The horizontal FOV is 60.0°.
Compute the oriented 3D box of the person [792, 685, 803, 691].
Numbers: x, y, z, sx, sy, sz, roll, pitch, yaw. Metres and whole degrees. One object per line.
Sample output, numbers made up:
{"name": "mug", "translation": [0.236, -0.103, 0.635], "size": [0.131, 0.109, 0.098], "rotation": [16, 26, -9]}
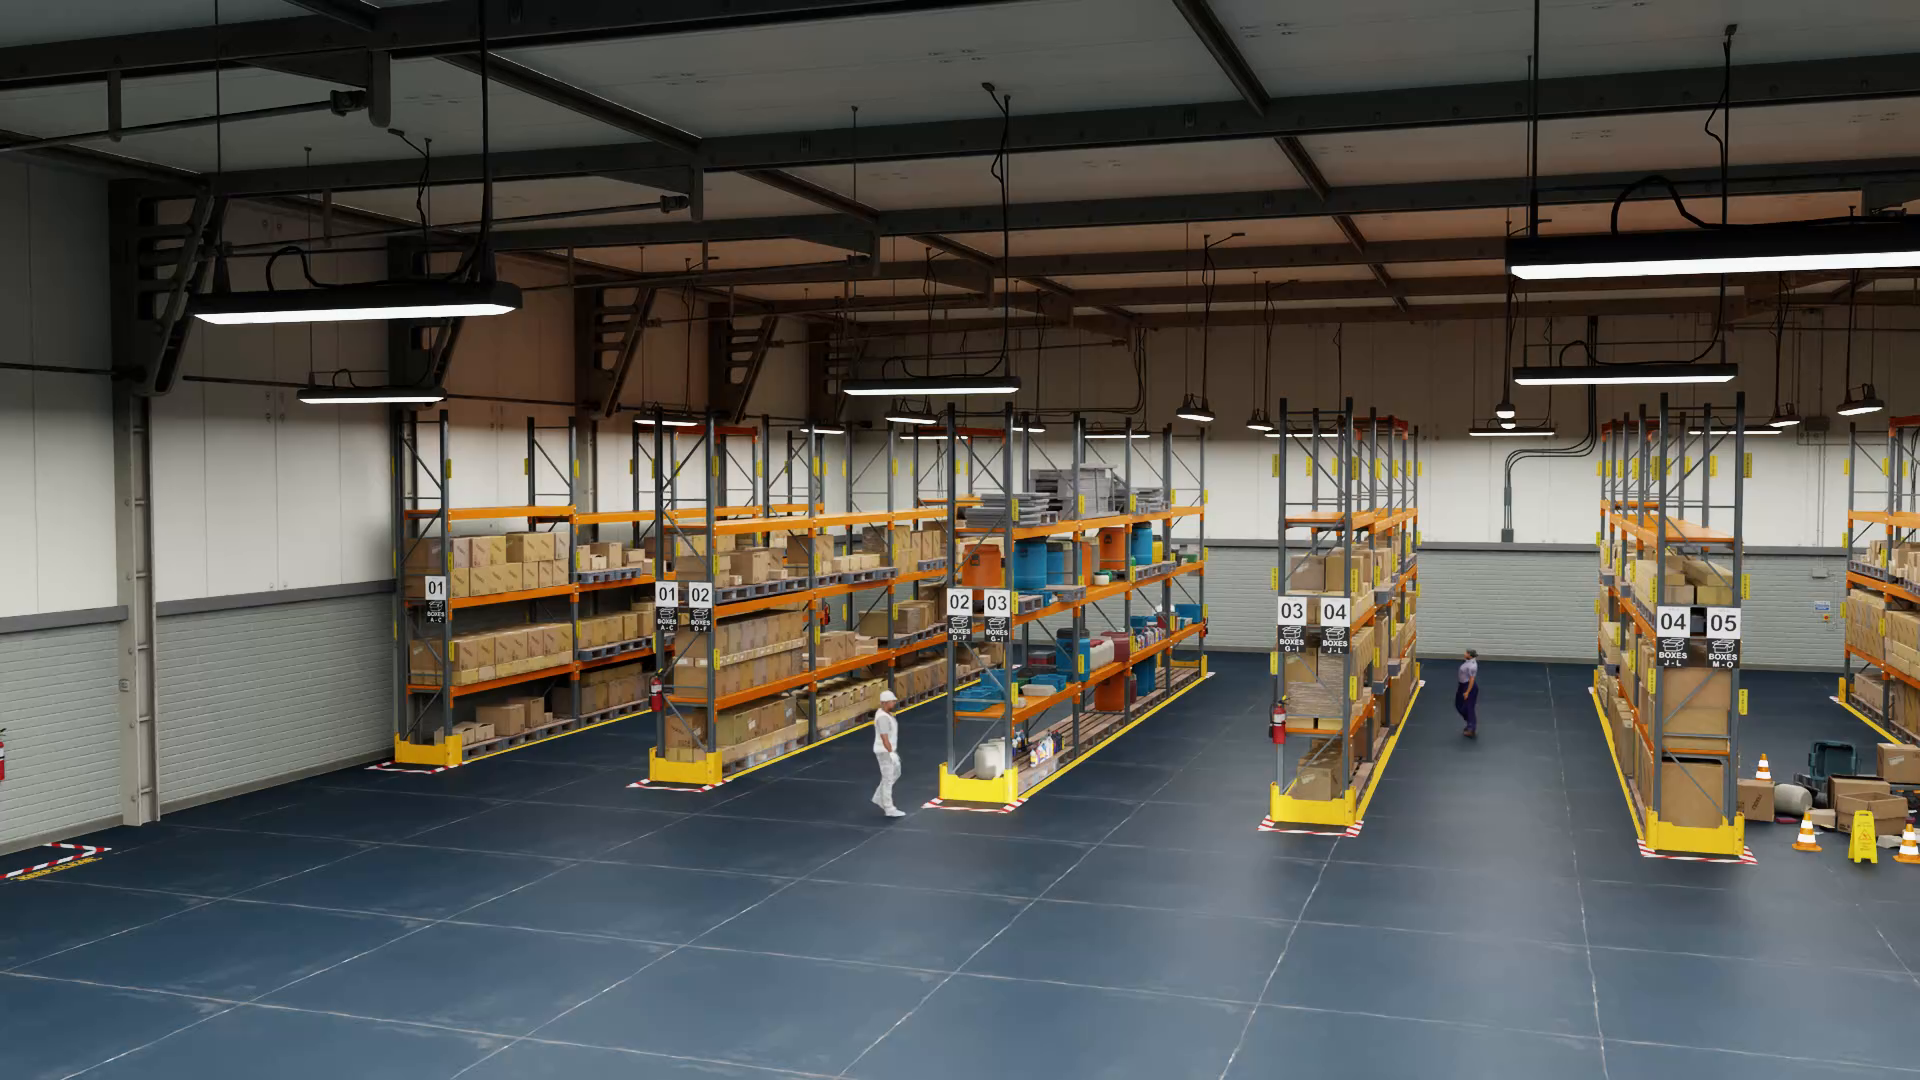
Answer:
{"name": "person", "translation": [-3.389, 2.764, 34.695], "size": [0.461, 1.636, 0.731], "rotation": [-1, 3, -16]}

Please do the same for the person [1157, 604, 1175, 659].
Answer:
{"name": "person", "translation": [5.336, 2.281, 43.246], "size": [0.593, 1.781, 0.558], "rotation": [1, 3, 12]}

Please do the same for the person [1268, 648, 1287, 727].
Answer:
{"name": "person", "translation": [6.145, 2.798, 31.998], "size": [0.406, 1.659, 0.504], "rotation": [0, 2, 2]}

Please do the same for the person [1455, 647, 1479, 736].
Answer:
{"name": "person", "translation": [9.595, 2.891, 31.331], "size": [0.418, 1.559, 0.571], "rotation": [0, 2, -4]}

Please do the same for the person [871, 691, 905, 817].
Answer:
{"name": "person", "translation": [-1.035, 3.069, 24.070], "size": [0.525, 1.782, 0.714], "rotation": [0, 2, 3]}
